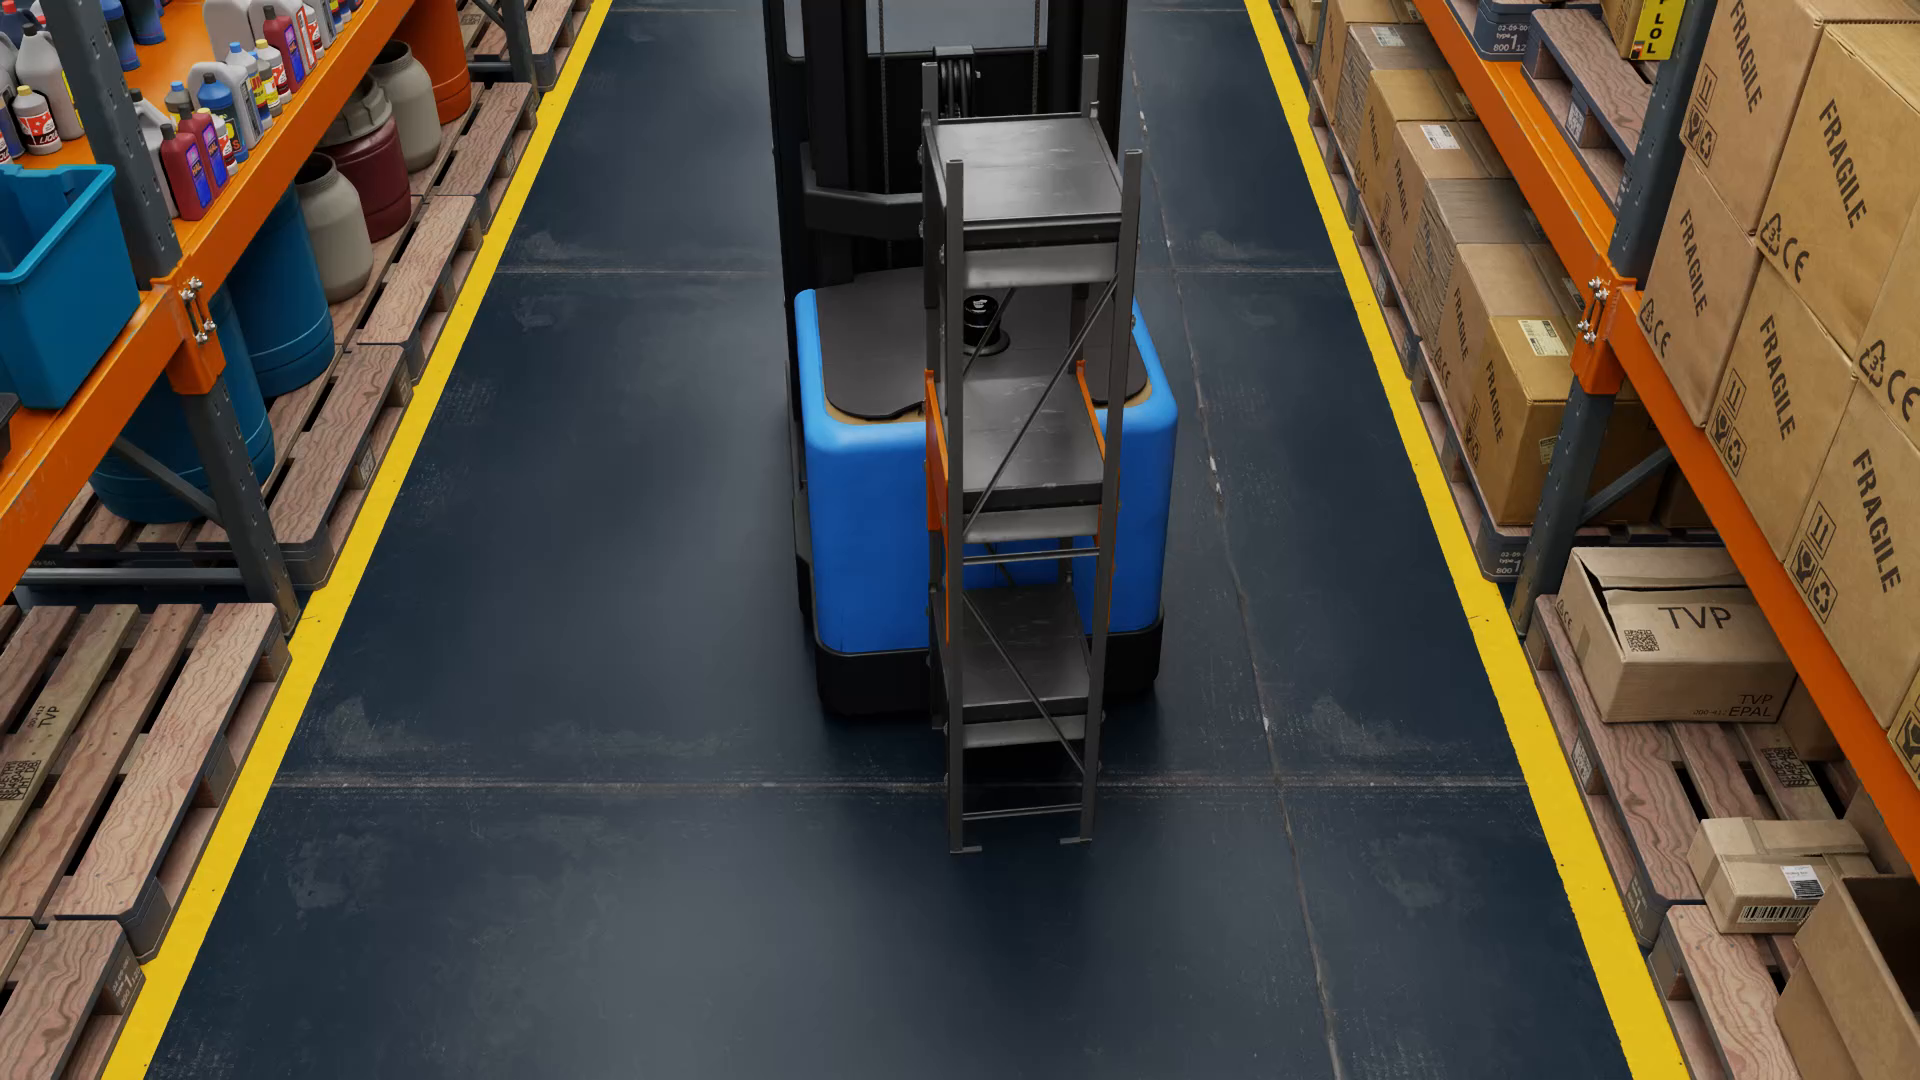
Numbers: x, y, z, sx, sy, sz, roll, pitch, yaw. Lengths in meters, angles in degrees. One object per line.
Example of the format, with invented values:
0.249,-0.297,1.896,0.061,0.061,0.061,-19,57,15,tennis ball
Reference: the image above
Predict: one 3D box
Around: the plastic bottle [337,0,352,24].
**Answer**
-2.251,-1.988,5.936,0.097,0.271,0.097,0,39,0,plastic bottle

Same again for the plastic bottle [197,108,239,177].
-2.249,-1.199,5.007,0.097,0.201,0.097,0,39,0,plastic bottle

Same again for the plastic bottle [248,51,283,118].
-2.250,-1.466,5.339,0.097,0.201,0.097,0,39,0,plastic bottle

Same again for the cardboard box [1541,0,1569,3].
2.233,-2.200,5.681,0.700,0.500,0.500,-9,40,-11,cardboard box

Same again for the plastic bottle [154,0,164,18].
-2.949,-2.016,5.971,0.097,0.271,0.097,0,39,0,plastic bottle

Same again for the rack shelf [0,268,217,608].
-2.655,0.640,3.128,1.077,0.370,4.000,0,39,0,rack shelf

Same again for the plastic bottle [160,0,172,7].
-2.986,-2.136,6.056,0.144,0.351,0.185,0,39,0,plastic bottle

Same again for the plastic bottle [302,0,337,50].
-2.278,-1.857,5.768,0.152,0.276,0.135,0,39,0,plastic bottle

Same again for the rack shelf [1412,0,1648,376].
2.294,-1.863,6.251,1.077,0.370,4.000,0,39,0,rack shelf

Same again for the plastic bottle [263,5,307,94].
-2.232,-1.631,5.480,0.061,0.283,0.133,0,39,0,plastic bottle

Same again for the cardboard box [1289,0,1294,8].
2.043,-3.136,9.128,0.500,0.250,0.500,0,39,-1,cardboard box

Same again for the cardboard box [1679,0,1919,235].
2.016,-1.027,3.753,0.500,0.500,0.500,1,39,1,cardboard box

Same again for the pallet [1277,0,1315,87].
2.330,-2.821,9.101,1.003,0.211,1.213,0,39,0,pallet

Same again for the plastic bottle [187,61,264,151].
-2.277,-1.362,5.150,0.152,0.276,0.135,0,39,0,plastic bottle

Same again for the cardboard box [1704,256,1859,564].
2.028,-0.293,3.637,0.500,0.500,0.500,1,39,1,cardboard box

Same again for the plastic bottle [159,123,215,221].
-2.231,-1.076,4.787,0.061,0.283,0.133,0,39,0,plastic bottle

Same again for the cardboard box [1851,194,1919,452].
2.017,-0.383,2.950,0.500,0.500,0.500,-1,39,-1,cardboard box

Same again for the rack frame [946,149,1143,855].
0.171,0.043,4.017,0.400,2.100,0.015,-4,39,-5,rack frame

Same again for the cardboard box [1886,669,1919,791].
2.029,0.338,2.849,0.500,0.500,0.500,-1,39,-1,cardboard box

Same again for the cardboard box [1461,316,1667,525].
2.009,-0.397,5.494,0.500,0.500,0.500,0,39,0,cardboard box

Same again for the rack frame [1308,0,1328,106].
2.292,-3.394,7.587,1.000,3.000,0.127,0,39,0,rack frame

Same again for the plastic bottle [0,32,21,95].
-2.985,-1.447,5.196,0.144,0.351,0.185,0,39,0,plastic bottle

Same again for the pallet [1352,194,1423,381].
2.253,-1.078,6.926,1.003,0.211,1.213,0,39,0,pallet

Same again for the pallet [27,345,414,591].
-2.616,-0.286,5.938,1.003,0.211,1.213,0,39,0,pallet

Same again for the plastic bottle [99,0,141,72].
-2.857,-1.727,5.610,0.097,0.271,0.097,0,39,0,plastic bottle

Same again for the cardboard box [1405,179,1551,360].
2.017,-1.020,6.271,0.500,0.500,0.500,0,39,1,cardboard box

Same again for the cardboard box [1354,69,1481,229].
2.008,-1.664,7.075,0.500,0.500,0.500,-1,39,-1,cardboard box

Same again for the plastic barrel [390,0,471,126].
-2.644,-2.404,7.751,0.600,0.830,0.708,0,39,0,plastic barrel

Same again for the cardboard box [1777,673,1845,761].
2.581,0.267,4.665,0.500,0.500,0.500,0,39,0,cardboard box

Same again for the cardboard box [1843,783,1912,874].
2.582,0.810,4.139,0.500,0.311,0.500,0,39,0,cardboard box

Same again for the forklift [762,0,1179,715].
-0.073,-1.535,5.321,1.130,2.935,3.031,-4,39,-5,forklift

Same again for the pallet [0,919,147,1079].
-2.613,1.421,3.808,1.003,0.211,1.213,0,39,0,pallet

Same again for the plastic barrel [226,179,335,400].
-2.641,-1.020,5.966,0.600,0.901,0.708,0,39,0,plastic barrel

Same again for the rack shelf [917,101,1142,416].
0.143,-0.644,3.777,0.431,0.518,0.480,-4,39,-5,rack shelf

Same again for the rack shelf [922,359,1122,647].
0.143,-0.098,4.215,0.431,0.518,0.480,-4,39,-5,rack shelf

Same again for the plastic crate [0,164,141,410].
-2.315,-0.617,4.086,0.392,0.384,0.575,0,39,0,plastic crate

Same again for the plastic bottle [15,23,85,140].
-2.841,-1.447,5.196,0.144,0.351,0.185,0,39,0,plastic bottle

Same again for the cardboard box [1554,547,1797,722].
2.081,0.247,4.841,0.500,0.311,0.500,0,39,0,cardboard box

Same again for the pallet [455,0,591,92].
-2.624,-2.789,9.062,1.003,0.211,1.213,0,39,0,pallet

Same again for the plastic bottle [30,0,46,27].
-2.982,-1.633,5.488,0.152,0.276,0.135,0,39,0,plastic bottle

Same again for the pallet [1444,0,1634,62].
2.299,-2.103,6.129,1.003,0.211,1.213,0,39,0,pallet

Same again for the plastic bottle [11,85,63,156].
-2.856,-1.300,5.133,0.097,0.201,0.097,0,39,0,plastic bottle

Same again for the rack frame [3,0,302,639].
-2.657,-0.891,4.464,1.000,3.000,0.127,0,39,0,rack frame

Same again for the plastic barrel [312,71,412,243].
-2.643,-1.604,6.945,0.600,0.588,0.708,0,39,0,plastic barrel

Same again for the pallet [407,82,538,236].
-2.619,-1.812,7.842,1.003,0.211,1.213,0,39,0,pallet

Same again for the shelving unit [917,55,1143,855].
0.143,-0.108,4.206,0.431,2.100,0.503,-4,39,-5,shelving unit

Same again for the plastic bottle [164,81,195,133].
-2.402,-1.321,5.158,0.097,0.201,0.097,0,39,0,plastic bottle

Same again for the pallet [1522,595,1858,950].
2.296,0.625,4.801,1.003,0.211,1.213,0,39,0,pallet

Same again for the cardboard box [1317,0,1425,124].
2.007,-2.306,7.875,0.500,0.500,0.500,2,39,2,cardboard box
